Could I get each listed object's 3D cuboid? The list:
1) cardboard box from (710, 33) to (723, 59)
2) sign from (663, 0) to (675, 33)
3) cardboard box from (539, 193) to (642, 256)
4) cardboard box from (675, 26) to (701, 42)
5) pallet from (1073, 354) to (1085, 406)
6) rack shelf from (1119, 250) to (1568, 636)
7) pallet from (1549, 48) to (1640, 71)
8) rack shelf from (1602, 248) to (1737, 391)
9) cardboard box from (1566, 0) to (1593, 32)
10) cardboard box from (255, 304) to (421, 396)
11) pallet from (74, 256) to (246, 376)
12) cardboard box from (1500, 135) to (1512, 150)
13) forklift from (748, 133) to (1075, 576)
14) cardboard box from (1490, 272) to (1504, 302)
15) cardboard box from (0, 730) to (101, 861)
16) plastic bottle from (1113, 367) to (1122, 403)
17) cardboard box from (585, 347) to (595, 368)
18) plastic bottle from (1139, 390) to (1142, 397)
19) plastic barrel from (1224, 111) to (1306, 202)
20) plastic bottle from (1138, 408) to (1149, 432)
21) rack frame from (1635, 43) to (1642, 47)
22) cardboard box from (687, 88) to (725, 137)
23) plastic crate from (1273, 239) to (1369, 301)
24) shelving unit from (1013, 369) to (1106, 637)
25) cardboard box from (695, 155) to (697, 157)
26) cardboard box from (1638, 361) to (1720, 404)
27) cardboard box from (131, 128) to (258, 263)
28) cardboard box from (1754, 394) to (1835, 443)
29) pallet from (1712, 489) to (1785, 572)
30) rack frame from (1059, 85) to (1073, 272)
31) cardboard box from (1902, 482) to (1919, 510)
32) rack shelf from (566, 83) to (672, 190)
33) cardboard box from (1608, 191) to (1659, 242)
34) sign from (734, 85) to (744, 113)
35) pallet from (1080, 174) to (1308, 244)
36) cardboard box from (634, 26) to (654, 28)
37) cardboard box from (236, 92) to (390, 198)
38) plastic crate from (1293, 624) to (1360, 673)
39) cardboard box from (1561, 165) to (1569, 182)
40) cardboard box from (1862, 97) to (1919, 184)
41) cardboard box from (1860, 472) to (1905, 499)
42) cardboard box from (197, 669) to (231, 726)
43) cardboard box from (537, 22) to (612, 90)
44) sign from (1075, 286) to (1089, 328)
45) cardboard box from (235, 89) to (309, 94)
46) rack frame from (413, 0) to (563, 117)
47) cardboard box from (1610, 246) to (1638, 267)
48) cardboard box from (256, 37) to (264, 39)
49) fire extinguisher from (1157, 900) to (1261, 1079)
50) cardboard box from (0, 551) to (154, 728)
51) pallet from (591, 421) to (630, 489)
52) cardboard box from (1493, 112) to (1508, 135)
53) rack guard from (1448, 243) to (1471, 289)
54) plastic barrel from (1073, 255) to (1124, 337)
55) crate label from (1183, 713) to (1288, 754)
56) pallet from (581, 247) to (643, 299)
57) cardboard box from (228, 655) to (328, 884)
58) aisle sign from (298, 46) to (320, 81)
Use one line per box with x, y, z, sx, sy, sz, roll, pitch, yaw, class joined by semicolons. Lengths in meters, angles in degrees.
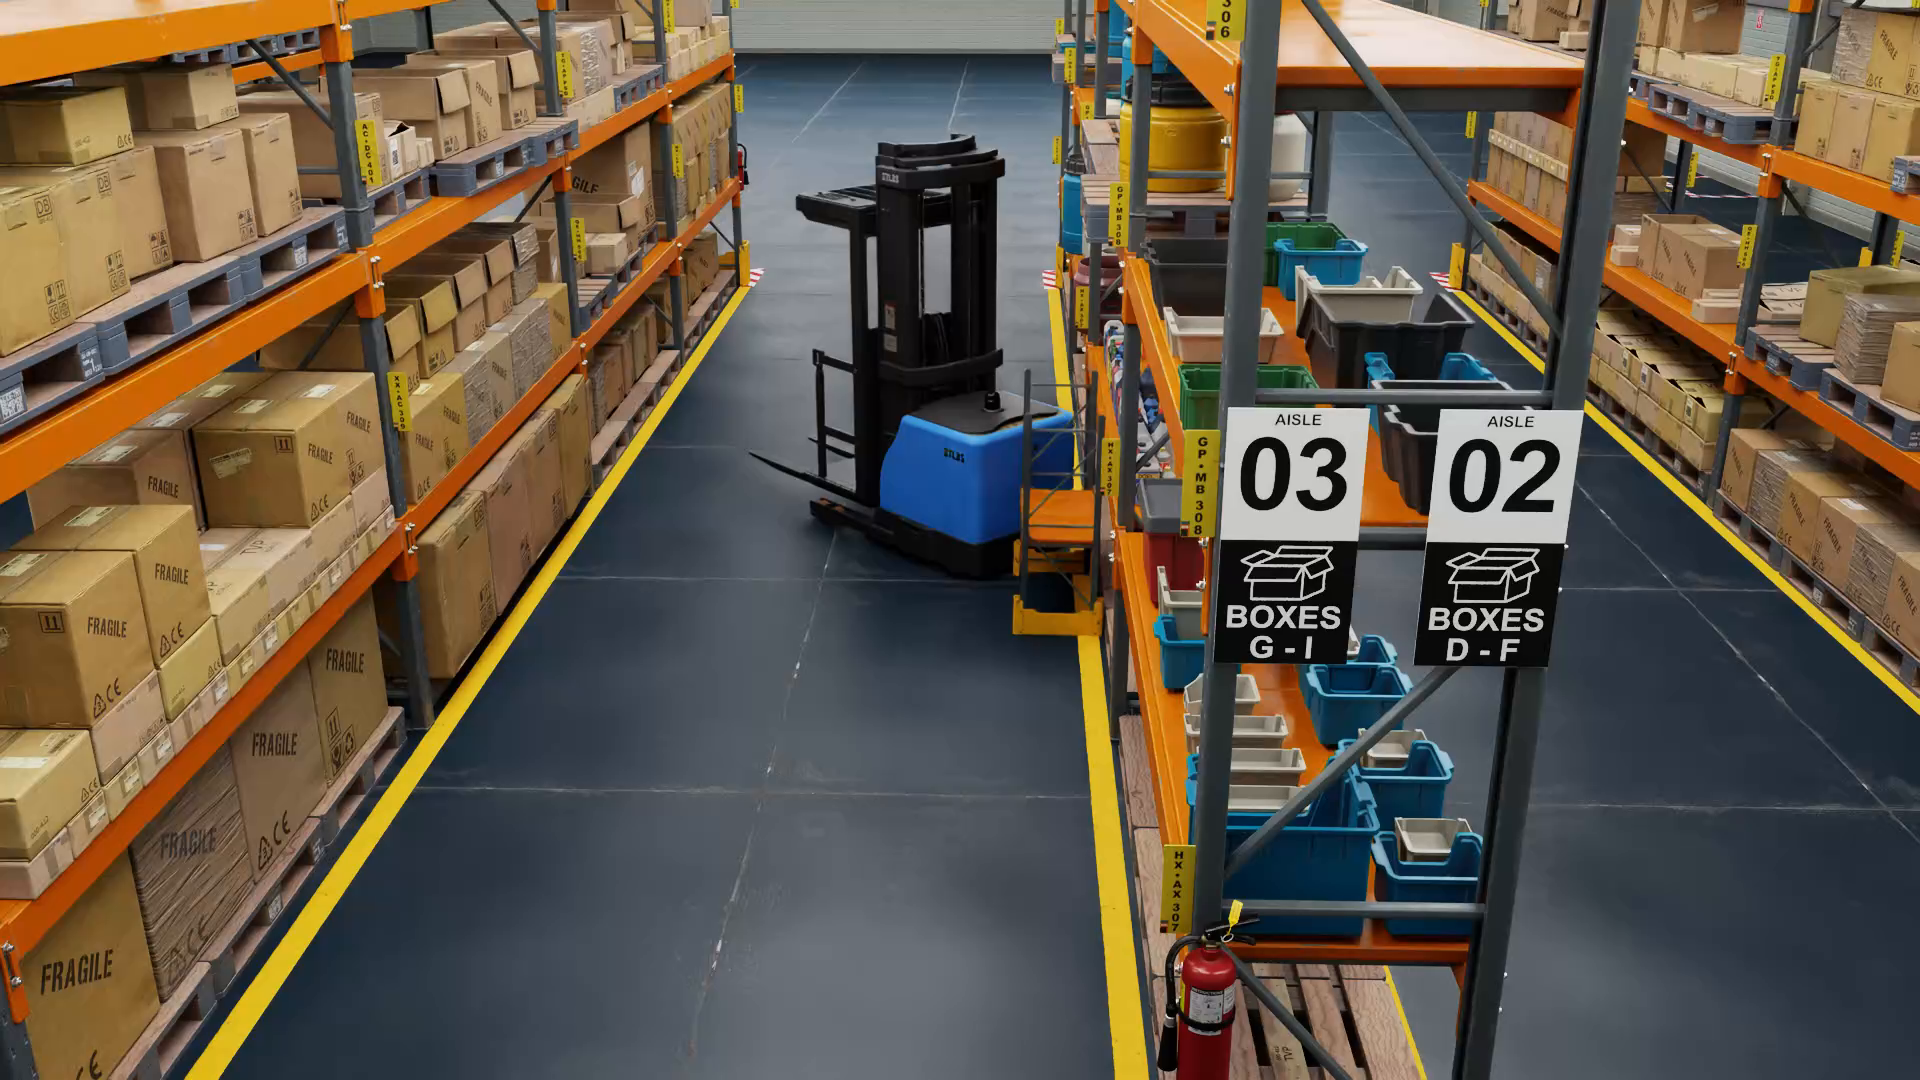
-2.994;-5.621;18.931;0.500;0.250;0.500;1;21;2;cardboard box
-2.788;-5.023;15.921;0.100;0.325;0.005;1;21;2;sign
-3.303;-2.821;14.928;0.797;0.503;0.637;3;21;7;cardboard box
-3.019;-5.492;18.047;0.380;0.149;0.250;0;21;-1;cardboard box
1.623;-1.565;16.272;1.003;0.211;1.213;1;21;2;pallet
1.304;-0.597;6.769;1.077;0.370;4.000;1;21;2;rack shelf
6.559;-4.760;16.625;1.003;0.211;1.213;1;21;2;pallet
6.498;-2.036;14.623;1.077;0.370;4.000;1;21;2;rack shelf
6.735;-5.396;17.225;0.797;0.503;0.637;3;21;8;cardboard box
-3.575;-1.057;9.582;0.797;0.503;0.637;0;21;0;cardboard box
-3.661;-0.933;6.763;1.003;0.211;1.213;1;21;2;pallet
6.439;-4.564;19.110;0.380;0.149;0.250;1;21;2;cardboard box
-0.510;-1.566;12.514;1.130;2.935;3.031;-18;27;-38;forklift
6.415;-2.901;19.080;0.500;0.250;0.500;1;21;2;cardboard box
-3.423;0.895;5.871;0.500;0.250;0.500;0;21;0;cardboard box
1.084;-1.032;11.219;0.097;0.271;0.097;0;21;0;plastic bottle
-3.468;-1.582;14.270;0.500;0.250;0.500;3;21;8;cardboard box
1.132;-0.880;10.828;0.097;0.271;0.097;0;21;0;plastic bottle
1.631;-2.102;8.886;0.433;0.535;0.433;0;21;0;plastic barrel
1.071;-0.637;10.092;0.144;0.351;0.185;1;21;2;plastic bottle
6.559;-5.891;15.271;1.000;3.000;0.127;1;21;2;rack frame
-3.000;-4.920;19.130;0.500;0.500;0.500;1;21;2;cardboard box
1.656;-1.245;7.676;0.416;0.233;0.300;1;21;2;plastic crate
0.665;-0.266;11.123;0.587;1.500;1.083;1;21;1;shelving unit
-3.302;-3.914;17.920;0.875;0.500;0.500;1;21;2;cardboard box
6.234;-1.386;14.399;0.500;0.311;0.500;0;21;1;cardboard box
-3.571;-1.521;7.299;0.700;0.500;0.500;2;21;4;cardboard box
6.747;-1.009;13.429;0.500;0.311;0.500;1;21;3;cardboard box
6.377;-0.078;12.439;1.003;0.211;1.213;1;21;2;pallet
1.729;-4.596;20.228;1.000;3.000;0.127;1;21;2;rack frame
6.619;-0.306;10.982;0.500;0.250;0.500;0;21;1;cardboard box
-3.404;-3.544;14.365;1.077;0.370;4.000;1;21;2;rack shelf
6.566;-3.301;16.752;0.700;0.500;0.500;0;21;0;cardboard box
-2.667;-5.324;20.067;0.100;0.325;0.005;1;21;2;sign
1.291;-1.852;9.270;1.213;0.211;1.003;1;21;2;pallet
-3.495;-5.507;18.086;0.380;0.149;0.250;0;21;1;cardboard box
-3.579;-2.162;9.090;0.700;0.500;0.500;1;21;3;cardboard box
1.612;0.471;7.451;0.293;0.136;0.466;1;21;2;plastic crate
6.368;-3.728;16.955;0.380;0.149;0.250;0;21;0;cardboard box
6.426;-2.562;10.701;0.910;0.500;0.500;1;21;2;cardboard box
6.627;-0.160;11.641;0.500;0.500;0.500;0;21;0;cardboard box
-3.331;0.662;7.024;0.380;0.149;0.250;0;21;1;cardboard box
-3.166;-3.969;13.634;0.500;0.500;0.500;0;21;0;cardboard box
0.936;-1.783;12.752;0.100;0.325;0.005;1;21;2;sign
-8.150;-4.981;19.521;0.875;0.550;0.550;1;21;2;cardboard box
-3.465;-4.555;11.828;1.000;3.000;0.127;1;21;2;rack frame
6.327;-2.659;15.582;0.380;0.149;0.250;1;21;2;cardboard box
-7.894;-5.590;18.271;0.380;0.149;0.250;1;21;2;cardboard box
0.784;1.448;5.272;0.296;0.674;0.183;1;21;2;fire extinguisher
-3.408;0.365;6.202;0.500;0.500;0.500;0;21;0;cardboard box
-3.439;-0.741;14.146;1.003;0.211;1.213;1;21;2;pallet
6.652;-5.004;19.347;0.700;0.500;0.500;1;21;2;cardboard box
6.681;-3.384;20.558;1.175;0.500;0.348;1;21;2;rack guard
1.197;-1.938;13.189;0.600;0.536;0.708;1;21;2;plastic barrel
1.094;0.781;6.650;0.396;0.136;0.243;1;21;2;crate label
-3.445;-2.385;14.794;1.003;0.211;1.213;1;21;2;pallet
-3.714;1.046;8.043;0.875;0.875;0.875;1;21;2;cardboard box
-7.874;-5.976;20.190;0.394;0.787;0.004;1;21;2;aisle sign
